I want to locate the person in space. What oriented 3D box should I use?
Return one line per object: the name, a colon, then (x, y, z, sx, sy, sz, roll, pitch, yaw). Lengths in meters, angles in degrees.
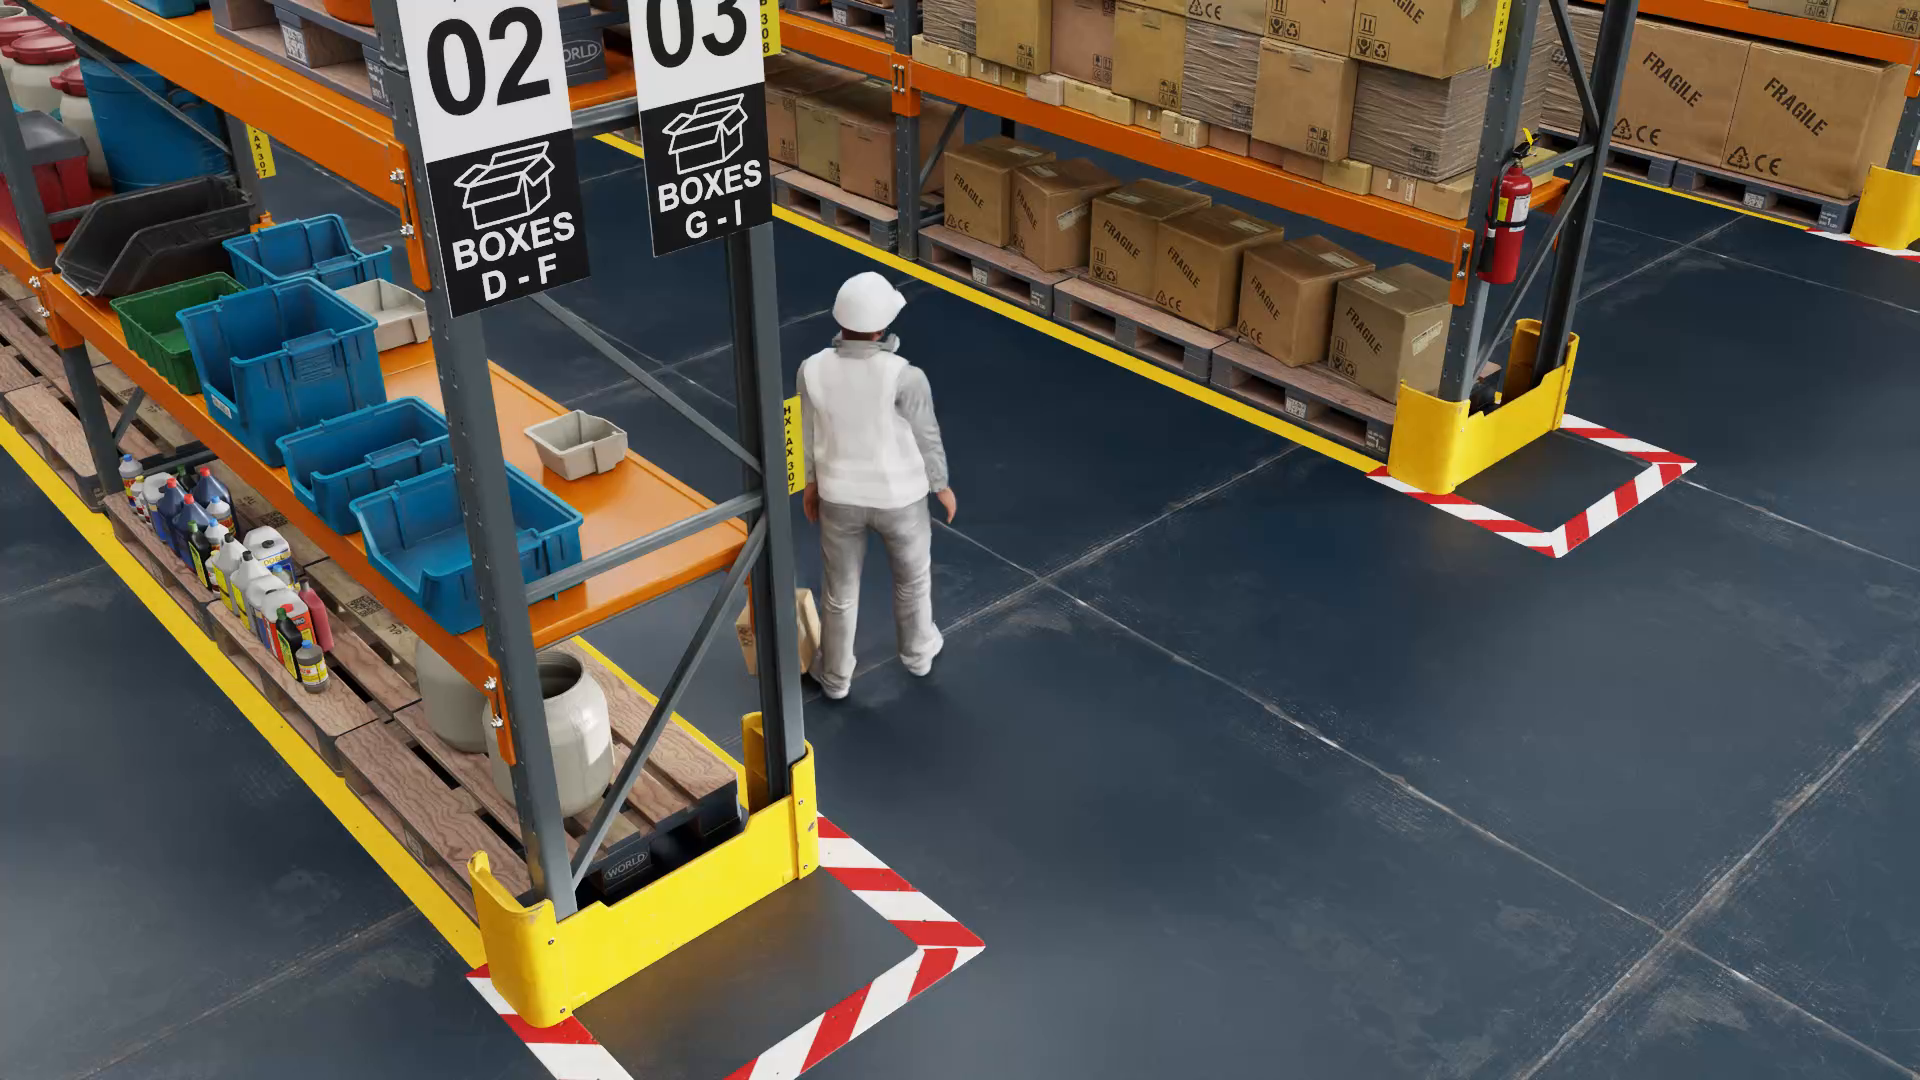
person: (-0.316, -0.222, 6.423, 0.611, 1.775, 0.546, 7, 32, 12)
